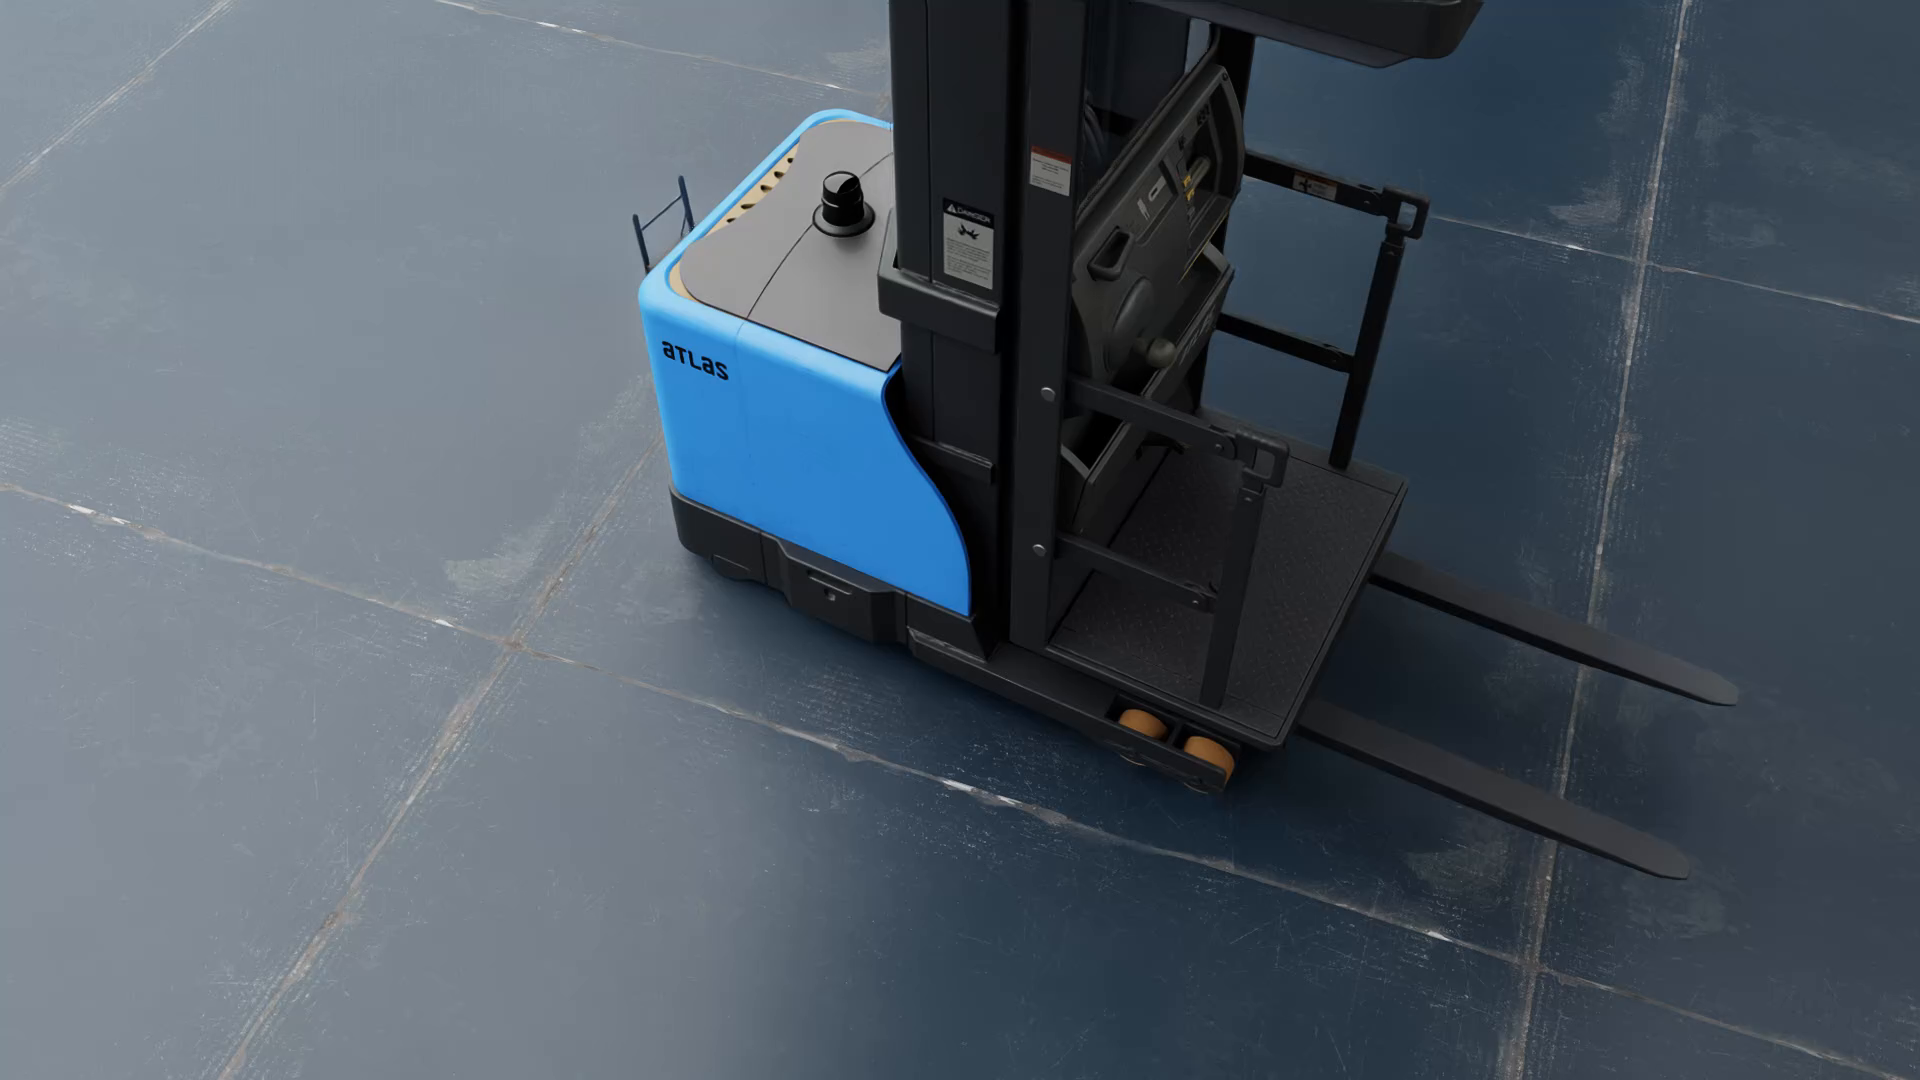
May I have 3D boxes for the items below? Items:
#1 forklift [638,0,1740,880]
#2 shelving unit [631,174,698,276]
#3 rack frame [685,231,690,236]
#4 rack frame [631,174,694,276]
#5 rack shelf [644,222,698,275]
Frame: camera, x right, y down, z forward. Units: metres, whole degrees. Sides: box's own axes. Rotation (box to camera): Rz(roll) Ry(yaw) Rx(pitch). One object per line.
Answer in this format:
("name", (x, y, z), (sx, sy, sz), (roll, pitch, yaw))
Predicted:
("forklift", (0.665, -0.718, 3.933), (3.031, 2.935, 1.130), (22, 53, 18))
("shelving unit", (-0.783, -0.683, 5.237), (0.210, 0.900, 0.258), (22, 52, 24))
("rack frame", (-0.697, -0.649, 5.196), (0.006, 0.900, 0.240), (22, 52, 24))
("rack frame", (-0.869, -0.718, 5.278), (0.006, 0.900, 0.240), (22, 52, 24))
("rack shelf", (-0.800, -0.845, 5.065), (0.200, 0.077, 0.258), (22, 52, 24))
